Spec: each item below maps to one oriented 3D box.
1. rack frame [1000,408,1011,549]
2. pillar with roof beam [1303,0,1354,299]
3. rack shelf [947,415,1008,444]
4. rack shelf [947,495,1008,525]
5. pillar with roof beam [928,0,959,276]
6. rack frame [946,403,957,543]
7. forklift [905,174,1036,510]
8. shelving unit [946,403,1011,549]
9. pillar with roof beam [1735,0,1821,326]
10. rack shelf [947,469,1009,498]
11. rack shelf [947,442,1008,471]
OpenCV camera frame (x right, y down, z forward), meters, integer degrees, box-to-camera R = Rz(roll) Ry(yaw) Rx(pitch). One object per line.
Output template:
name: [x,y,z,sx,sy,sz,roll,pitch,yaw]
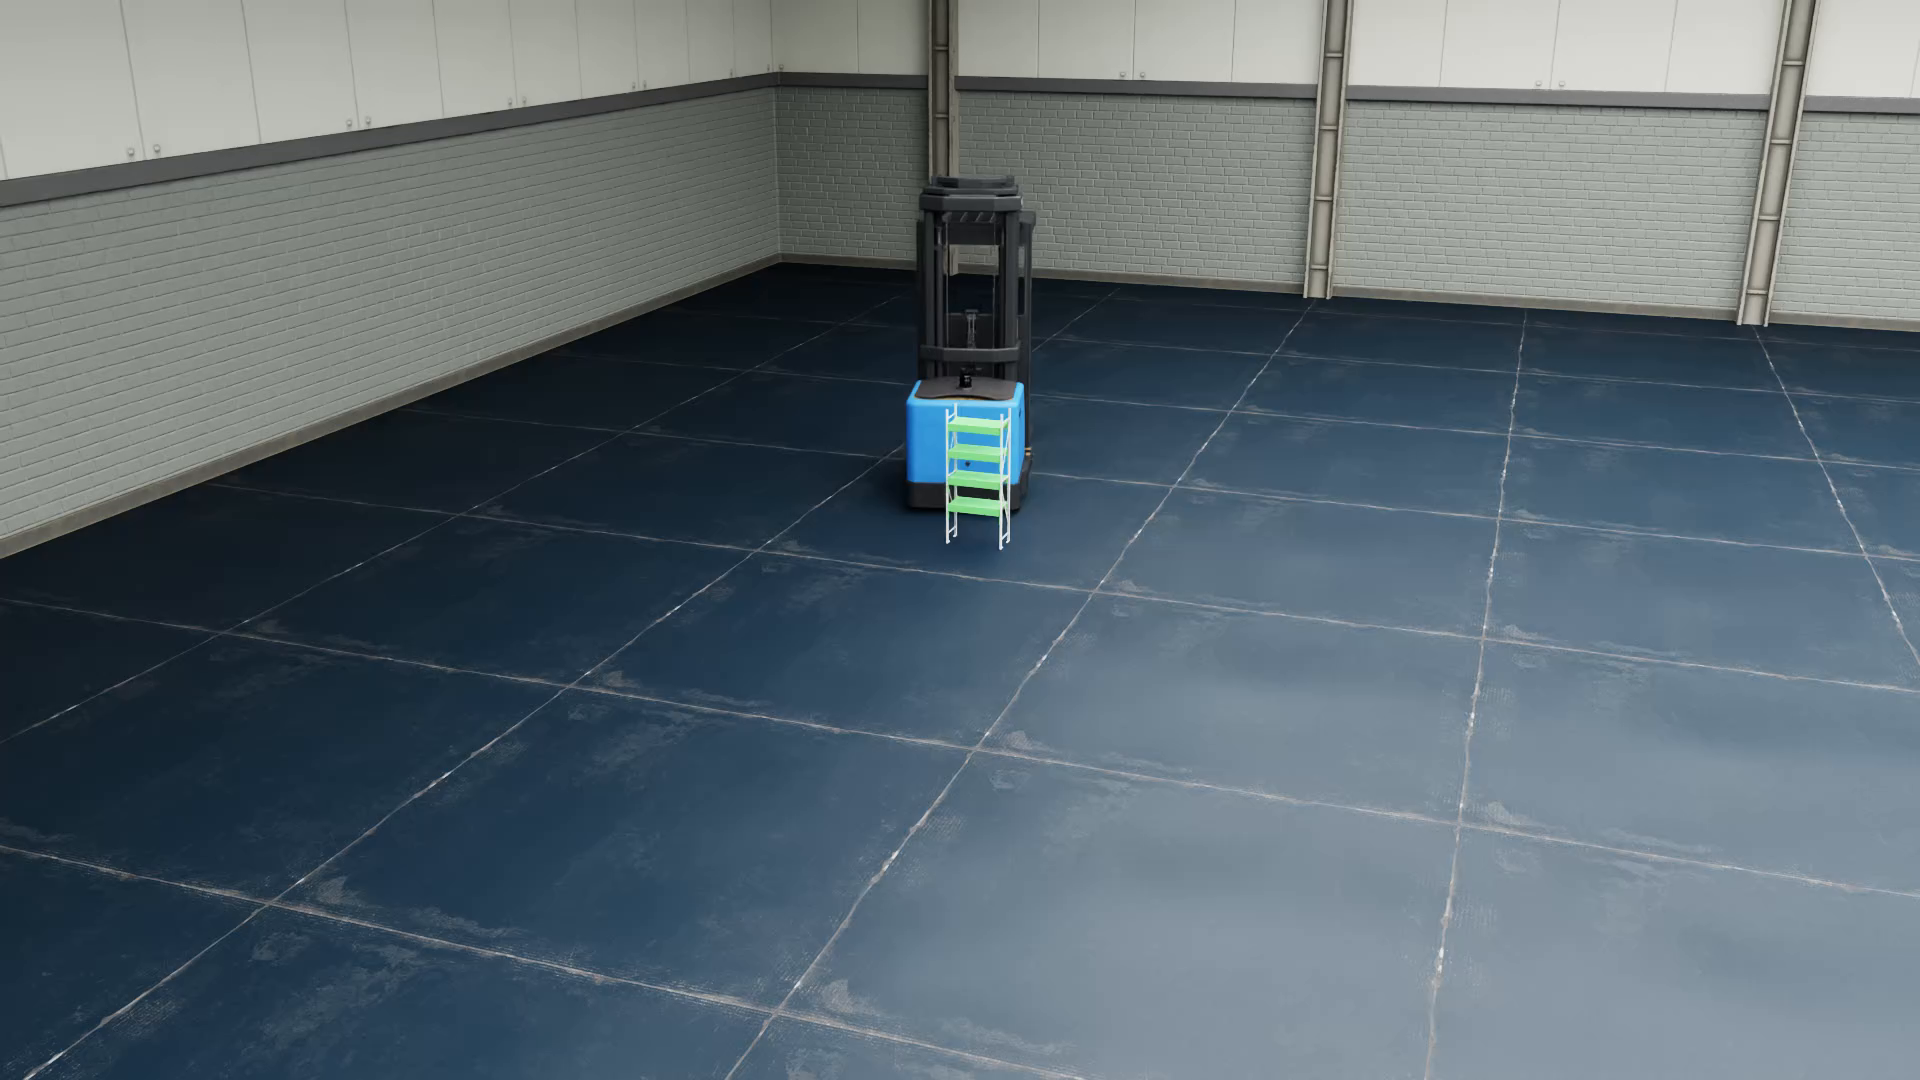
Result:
rack frame: [0.387,-0.522,14.252,0.015,1.200,0.240,7,20,18]
pillar with roof beam: [3.995,-6.592,19.815,0.400,9.000,9.100,7,20,18]
rack shelf: [0.156,-0.942,14.190,0.480,0.148,0.258,7,20,18]
rack shelf: [0.156,-0.262,14.427,0.480,0.148,0.258,7,20,18]
pillar with roof beam: [-1.673,-7.240,21.675,0.400,9.000,9.100,7,20,18]
rack frame: [-0.074,-0.575,14.403,0.015,1.200,0.240,7,20,18]
forklift: [0.158,-2.094,16.132,1.130,2.935,3.031,2,19,5]
shelving unit: [0.156,-0.549,14.327,0.503,1.200,0.258,7,20,18]
pillar with roof beam: [9.663,-5.944,17.956,0.400,9.000,9.100,7,20,18]
rack shelf: [0.156,-0.488,14.348,0.480,0.148,0.258,7,20,18]
rack shelf: [0.156,-0.715,14.269,0.480,0.148,0.258,7,20,18]
